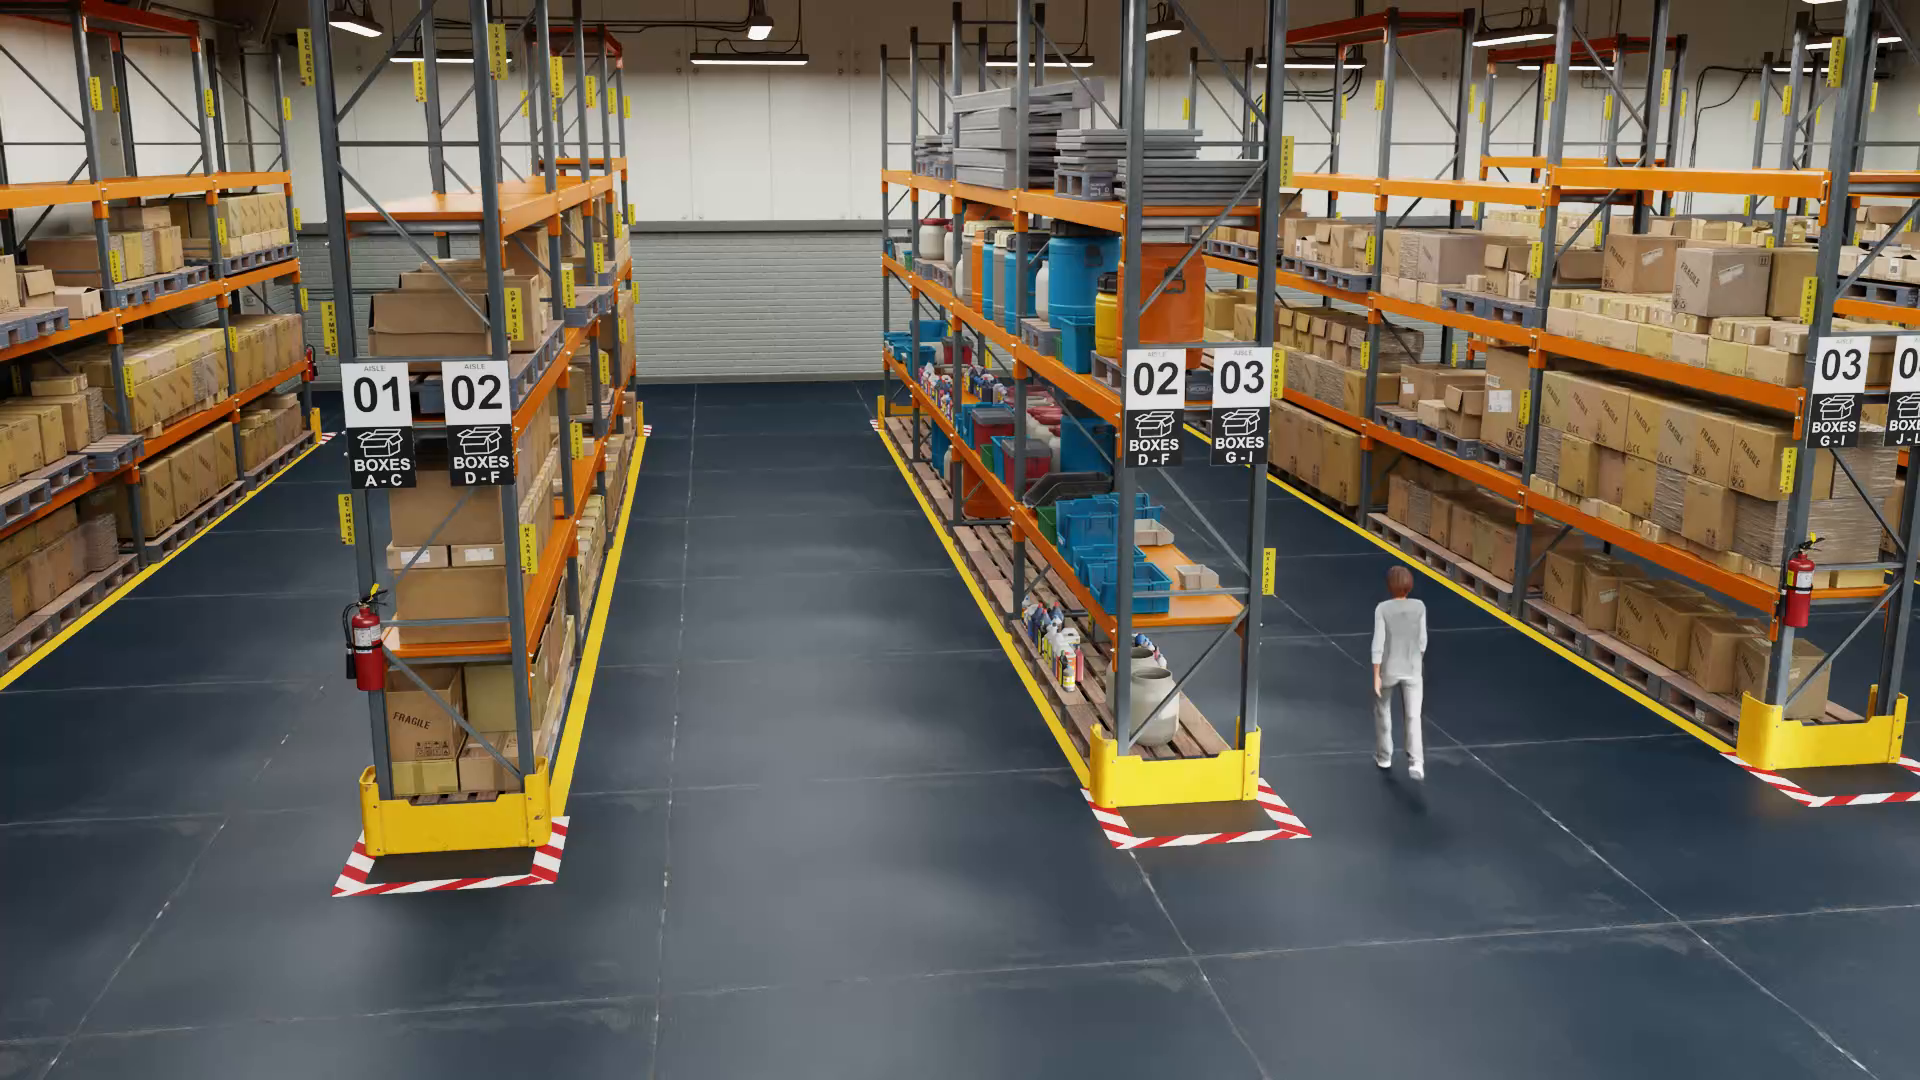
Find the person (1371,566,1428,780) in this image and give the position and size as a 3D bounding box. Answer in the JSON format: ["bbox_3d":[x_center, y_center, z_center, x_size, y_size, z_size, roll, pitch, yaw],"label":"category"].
[{"bbox_3d":[3.149,0.958,11.953,0.418,1.559,0.832,1,13,3],"label":"person"}]
